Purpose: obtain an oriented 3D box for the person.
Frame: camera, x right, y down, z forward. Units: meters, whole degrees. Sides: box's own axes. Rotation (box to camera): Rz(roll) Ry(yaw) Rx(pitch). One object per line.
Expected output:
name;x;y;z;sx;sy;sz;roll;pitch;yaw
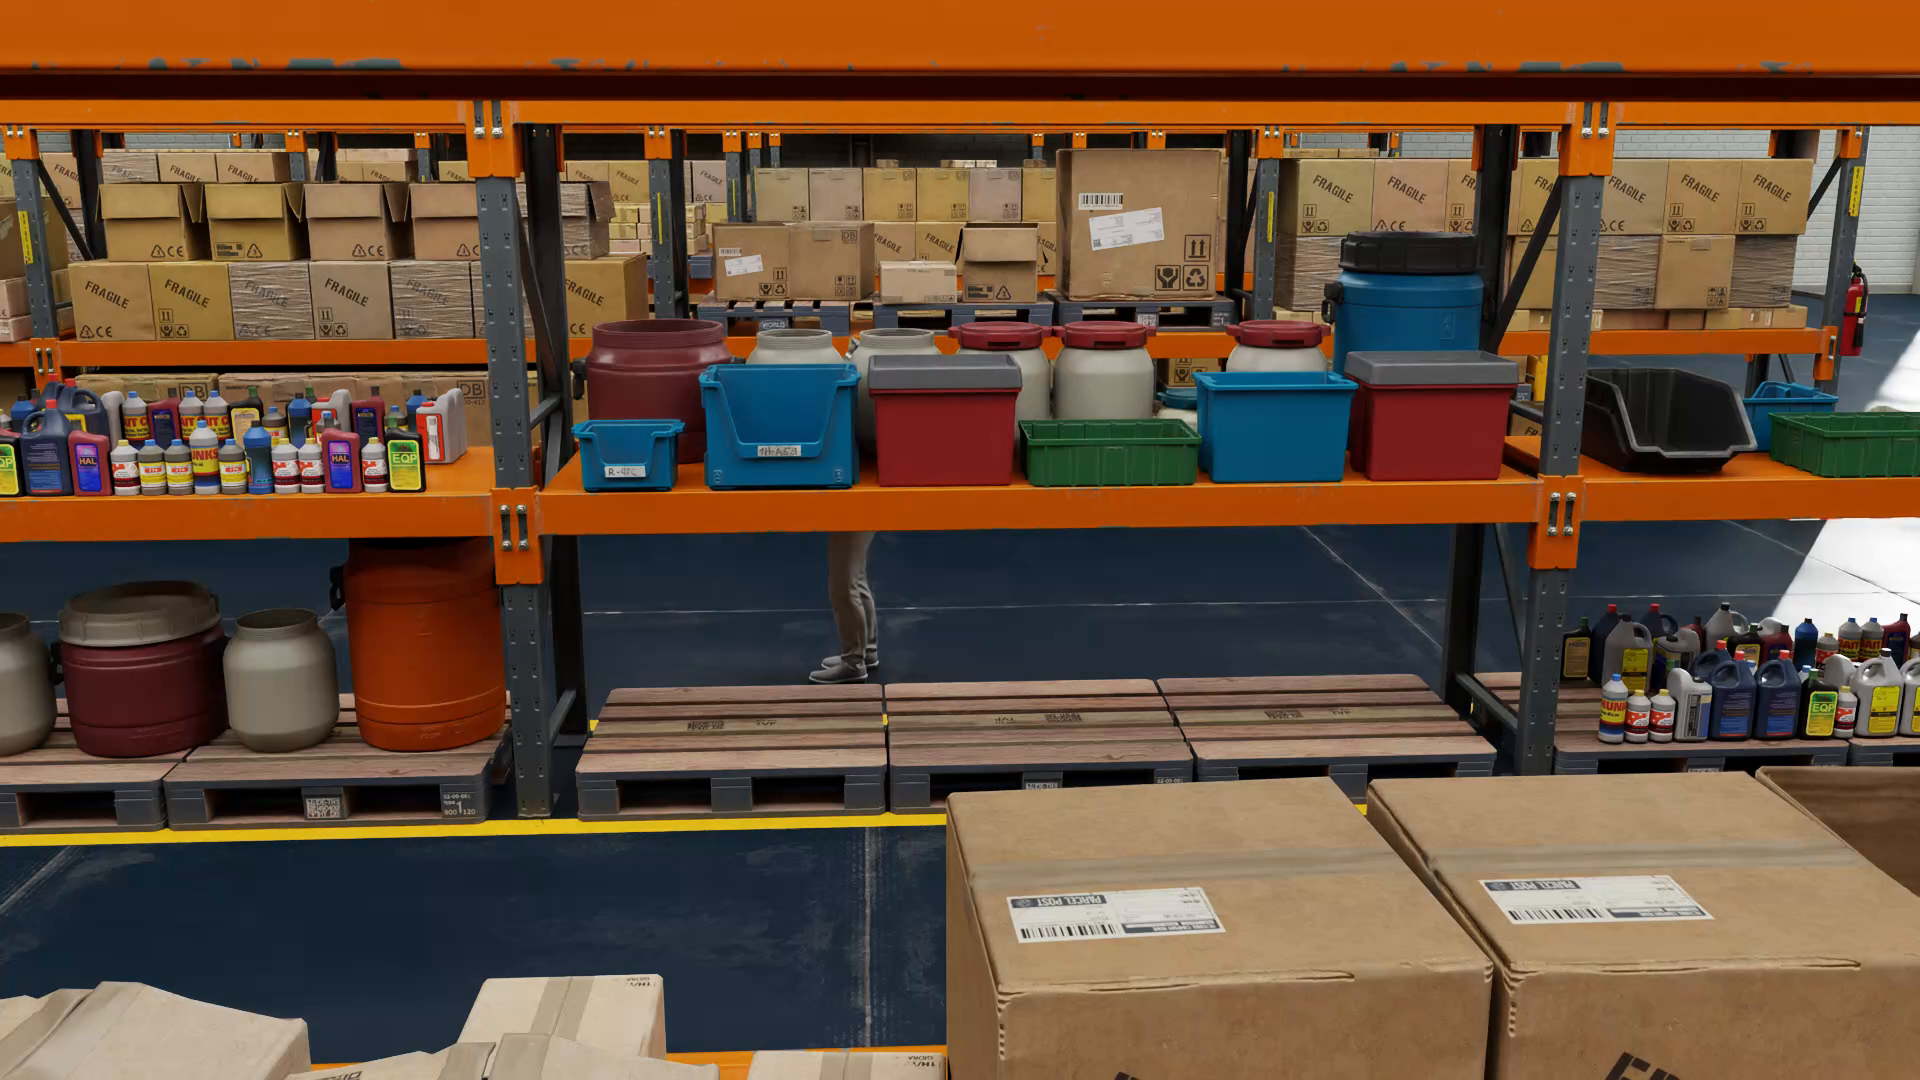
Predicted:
person;-0.579;-0.145;8.043;0.555;1.686;0.459;-1;14;-2
